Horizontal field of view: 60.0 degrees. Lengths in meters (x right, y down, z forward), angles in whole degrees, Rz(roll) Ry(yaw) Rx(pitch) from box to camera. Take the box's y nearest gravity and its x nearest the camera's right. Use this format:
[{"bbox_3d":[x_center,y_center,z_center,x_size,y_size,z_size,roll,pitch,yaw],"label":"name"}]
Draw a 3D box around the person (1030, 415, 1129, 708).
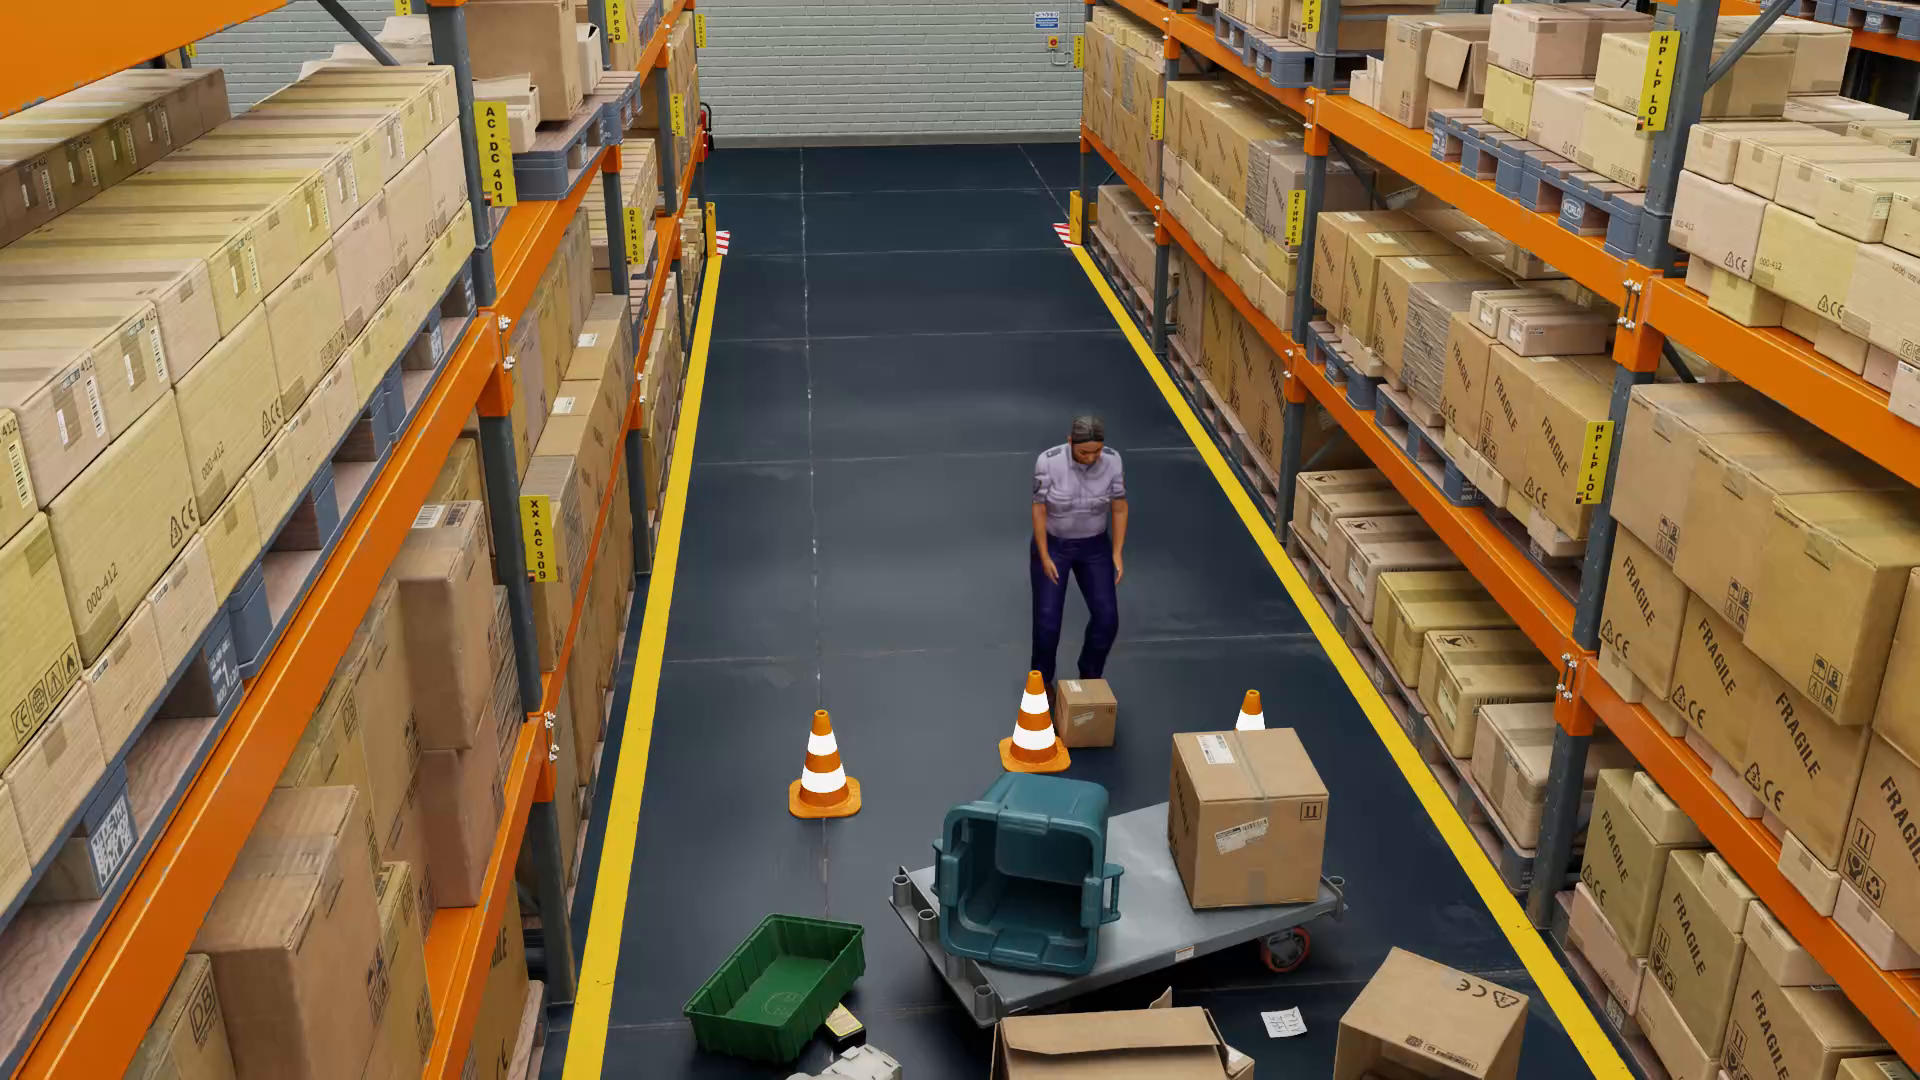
[{"bbox_3d":[0.605,0.084,8.539,0.504,1.575,0.425,-3,24,-7],"label":"person"}]
